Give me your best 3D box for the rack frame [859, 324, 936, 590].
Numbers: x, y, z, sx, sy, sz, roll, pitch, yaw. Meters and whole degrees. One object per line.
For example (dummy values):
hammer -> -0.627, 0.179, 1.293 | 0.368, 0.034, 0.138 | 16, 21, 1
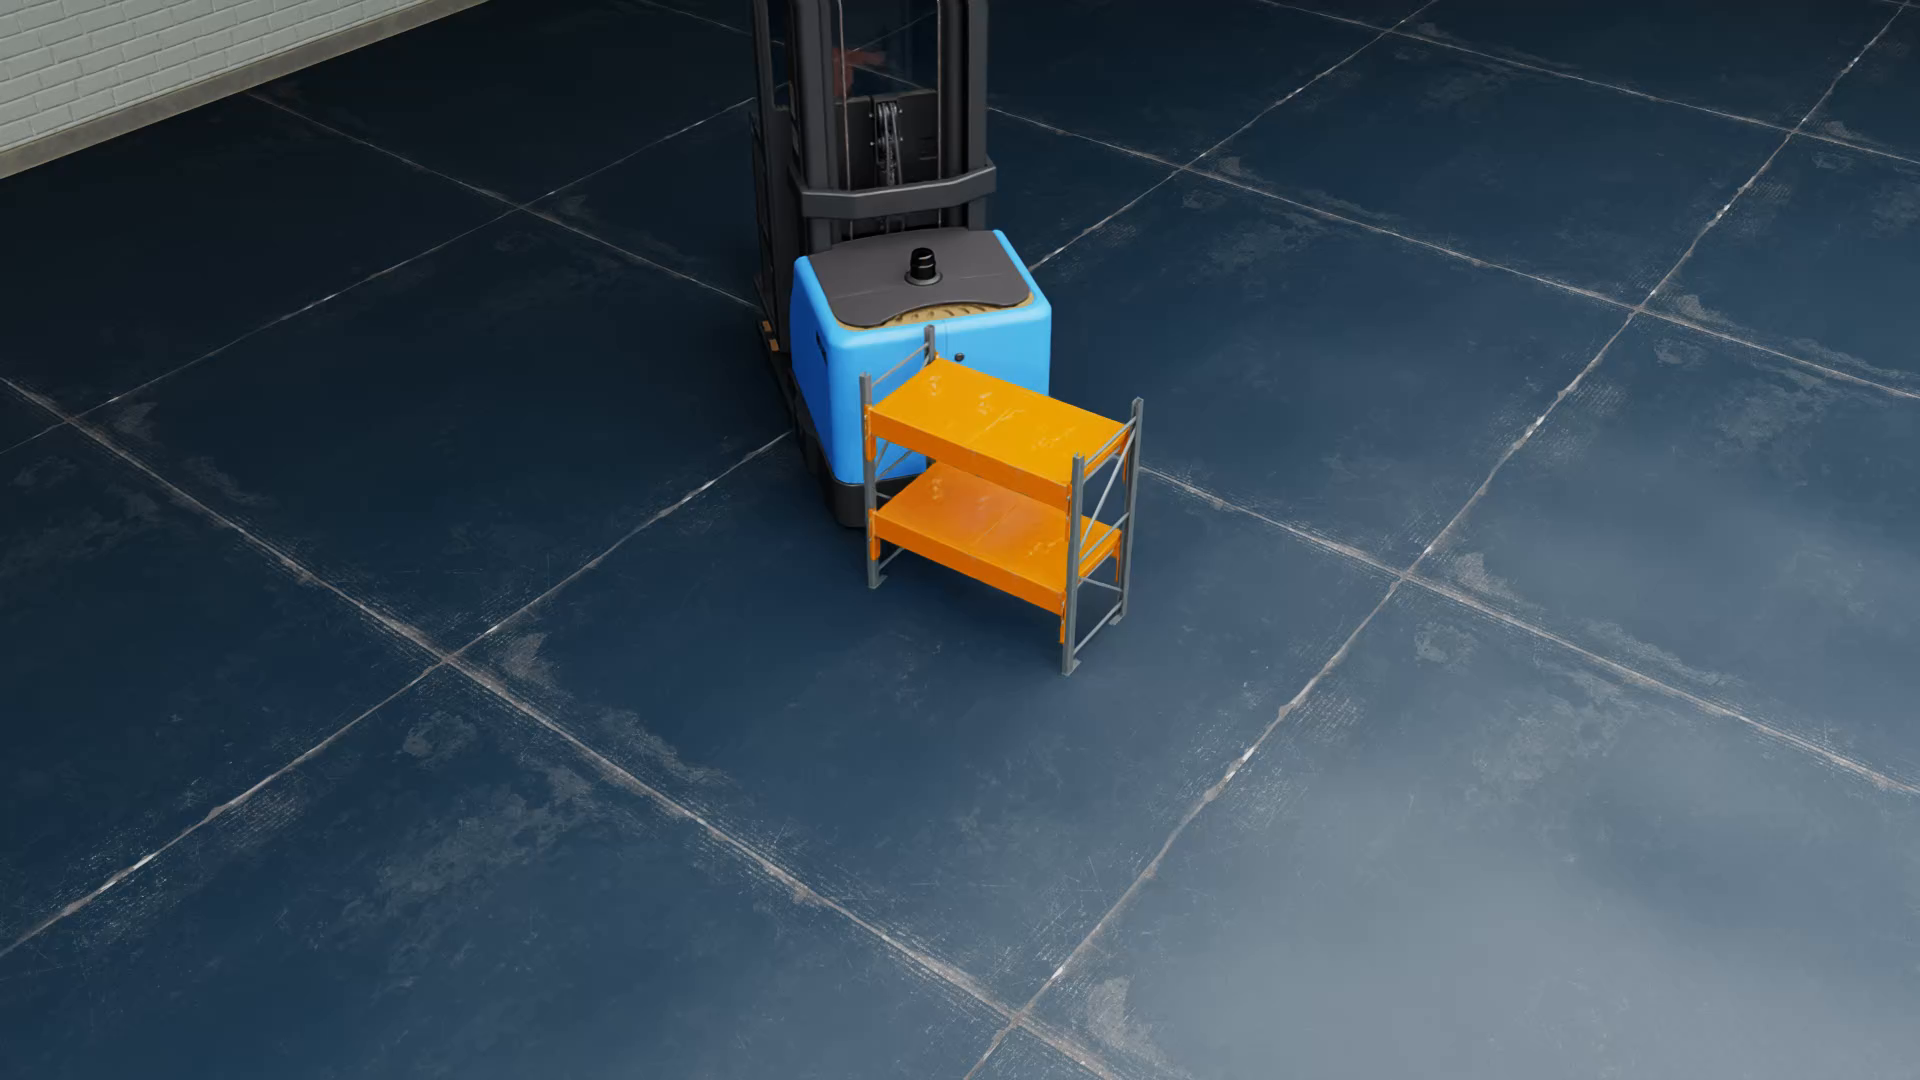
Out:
rack frame -> -0.258, -0.350, 7.285 | 0.032, 1.125, 0.500 | 23, 43, 26

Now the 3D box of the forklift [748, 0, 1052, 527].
forklift -> -0.476, -2.126, 8.088 | 1.130, 2.935, 3.031 | -10, 39, -13

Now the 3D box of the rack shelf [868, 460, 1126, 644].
rack shelf -> 0.161, 0.019, 7.210 | 1.000, 0.278, 0.538 | 23, 43, 26

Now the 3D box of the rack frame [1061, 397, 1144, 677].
rack frame -> 0.581, 0.003, 6.833 | 0.032, 1.125, 0.500 | 23, 43, 26

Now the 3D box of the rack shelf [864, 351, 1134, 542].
rack shelf -> 0.161, -0.404, 6.878 | 1.000, 0.278, 0.538 | 23, 43, 26

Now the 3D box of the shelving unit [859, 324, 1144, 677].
shelving unit -> 0.161, -0.173, 7.059 | 1.048, 1.125, 0.538 | 23, 43, 26
